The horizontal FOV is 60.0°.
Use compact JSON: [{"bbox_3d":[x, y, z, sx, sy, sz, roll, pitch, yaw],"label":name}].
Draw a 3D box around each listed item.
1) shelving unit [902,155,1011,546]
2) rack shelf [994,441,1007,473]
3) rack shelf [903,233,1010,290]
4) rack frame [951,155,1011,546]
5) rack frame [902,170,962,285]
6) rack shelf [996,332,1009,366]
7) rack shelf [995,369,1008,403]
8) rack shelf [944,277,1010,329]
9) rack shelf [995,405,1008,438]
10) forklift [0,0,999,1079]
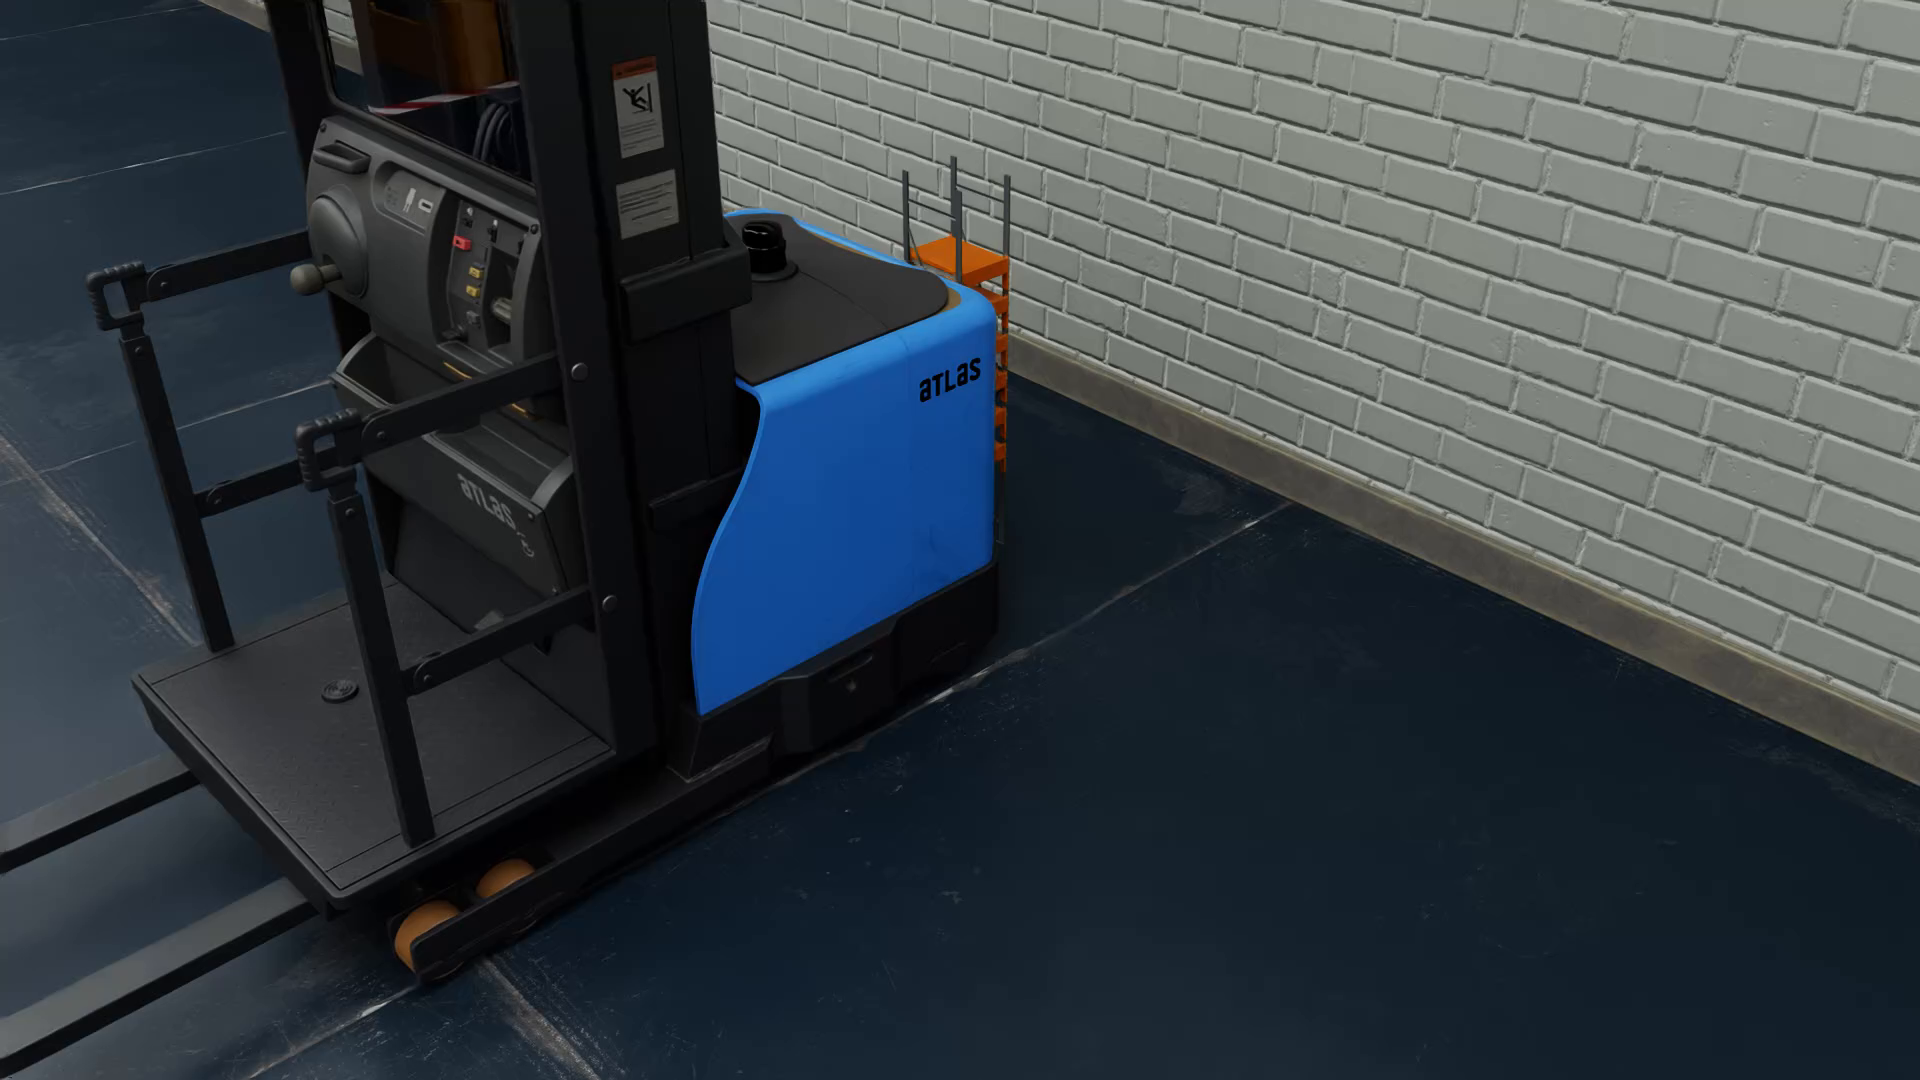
[{"bbox_3d":[-0.011,-0.507,4.929,0.189,1.200,0.258,-26,40,-35],"label":"shelving unit"},{"bbox_3d":[-0.011,-0.264,5.077,0.180,0.103,0.258,-26,40,-35],"label":"rack shelf"},{"bbox_3d":[-0.011,-0.776,4.764,0.180,0.103,0.258,-26,40,-35],"label":"rack shelf"},{"bbox_3d":[0.056,-0.539,4.982,0.006,1.200,0.240,-26,40,-35],"label":"rack frame"},{"bbox_3d":[-0.078,-0.474,4.876,0.006,1.200,0.240,-26,40,-35],"label":"rack frame"},{"bbox_3d":[-0.011,-0.571,4.889,0.180,0.103,0.258,-26,40,-35],"label":"rack shelf"},{"bbox_3d":[-0.011,-0.469,4.952,0.180,0.103,0.258,-26,40,-35],"label":"rack shelf"},{"bbox_3d":[-0.011,-0.674,4.827,0.180,0.103,0.258,-26,40,-35],"label":"rack shelf"},{"bbox_3d":[-0.011,-0.366,5.014,0.180,0.103,0.258,-26,40,-35],"label":"rack shelf"},{"bbox_3d":[-1.299,-0.590,3.406,3.031,2.935,1.130,-27,40,-37],"label":"forklift"}]
